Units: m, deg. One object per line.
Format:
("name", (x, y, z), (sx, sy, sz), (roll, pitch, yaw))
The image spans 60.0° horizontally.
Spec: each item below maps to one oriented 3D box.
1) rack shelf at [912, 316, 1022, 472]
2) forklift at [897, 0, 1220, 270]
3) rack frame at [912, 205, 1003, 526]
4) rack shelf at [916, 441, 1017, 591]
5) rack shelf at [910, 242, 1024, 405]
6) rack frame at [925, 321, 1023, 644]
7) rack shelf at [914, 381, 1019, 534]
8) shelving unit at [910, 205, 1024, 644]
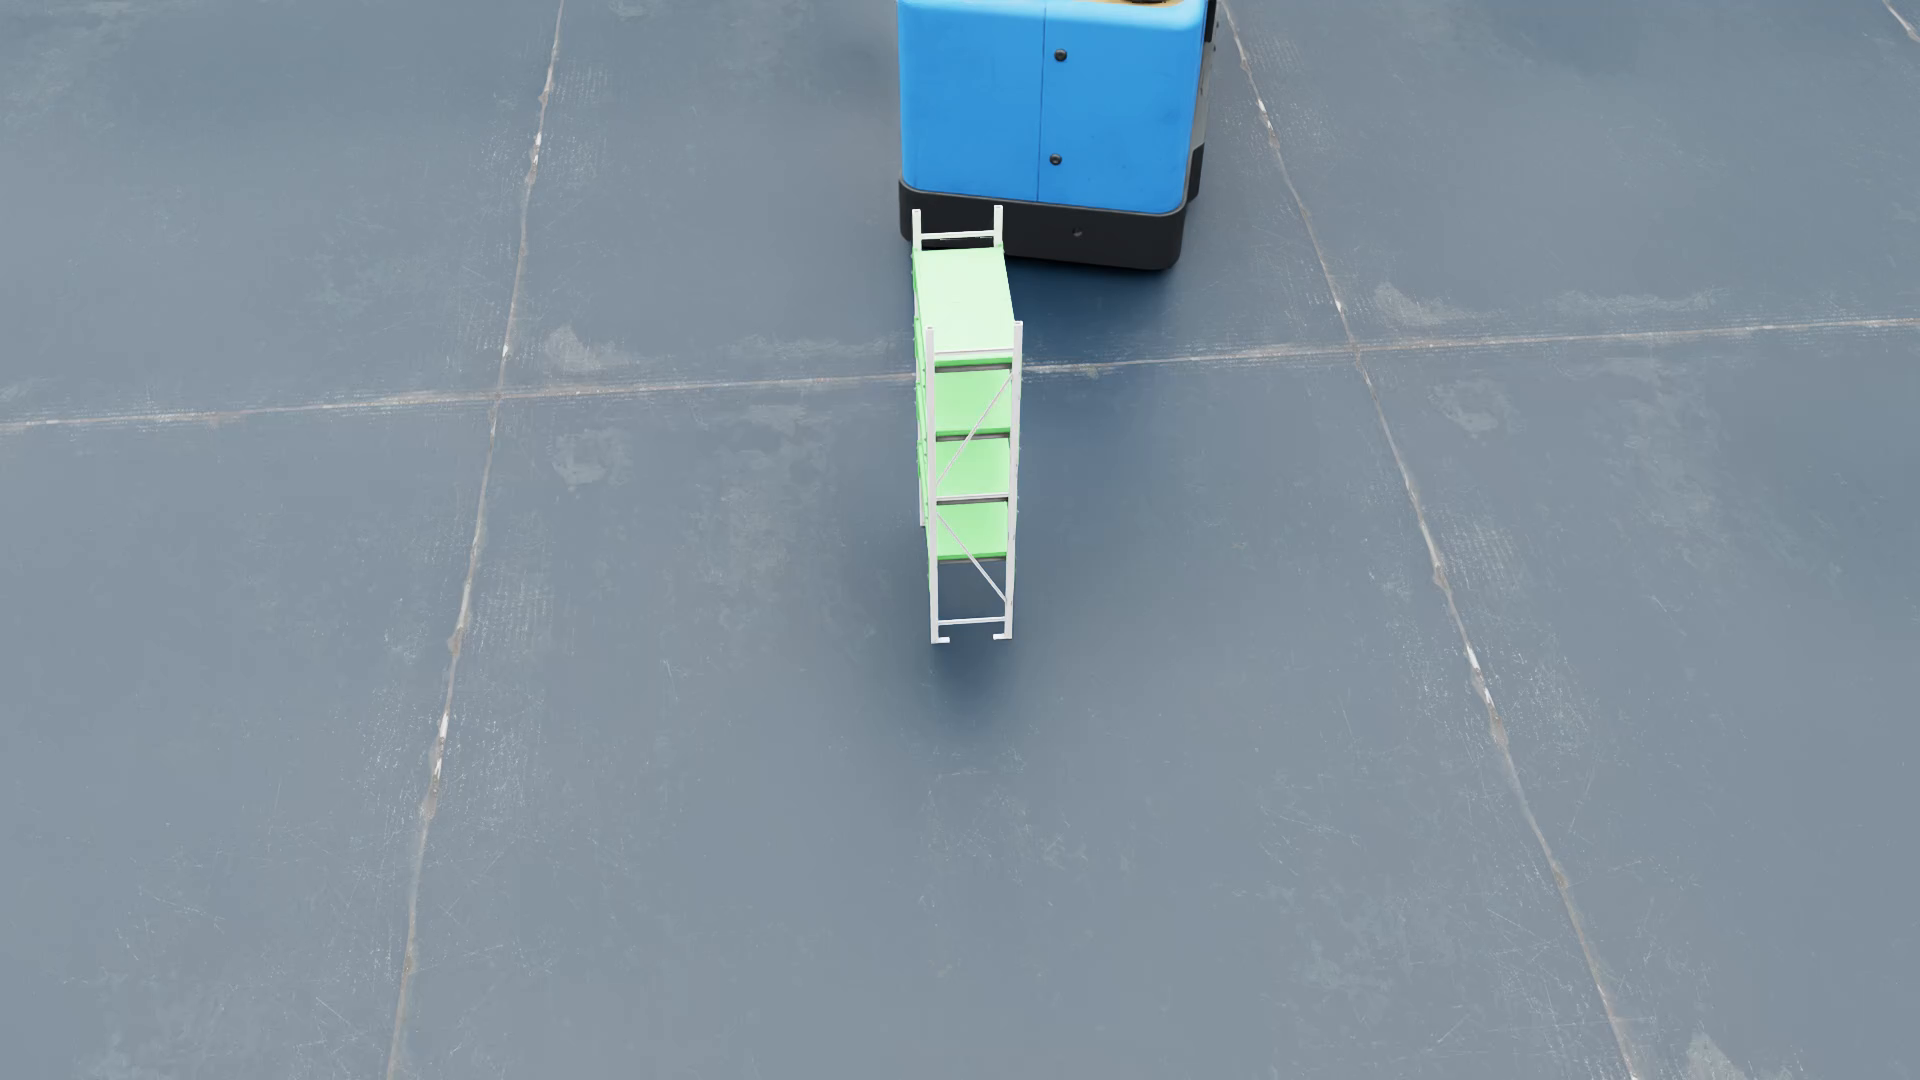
("rack shelf", (0.014, -0.414, 4.573), (0.258, 0.148, 0.480), (-3, 47, -3))
("forklift", (0.533, -3.082, 6.150), (1.130, 2.935, 3.031), (7, 47, 7))
("rack frame", (-0.007, -0.469, 4.868), (0.240, 1.200, 0.015), (-3, 47, -3))
("rack shelf", (0.014, -0.084, 4.922), (0.258, 0.148, 0.480), (-3, 47, -3))
("rack shelf", (0.014, -0.579, 4.399), (0.258, 0.148, 0.480), (-3, 47, -3))
("rack frame", (0.034, -0.116, 4.534), (0.240, 1.200, 0.015), (-3, 47, -3))
("rack shelf", (0.014, -0.249, 4.747), (0.258, 0.148, 0.480), (-3, 47, -3))
("shelving unit", (0.014, -0.293, 4.701), (0.258, 1.200, 0.503), (-3, 47, -3))
